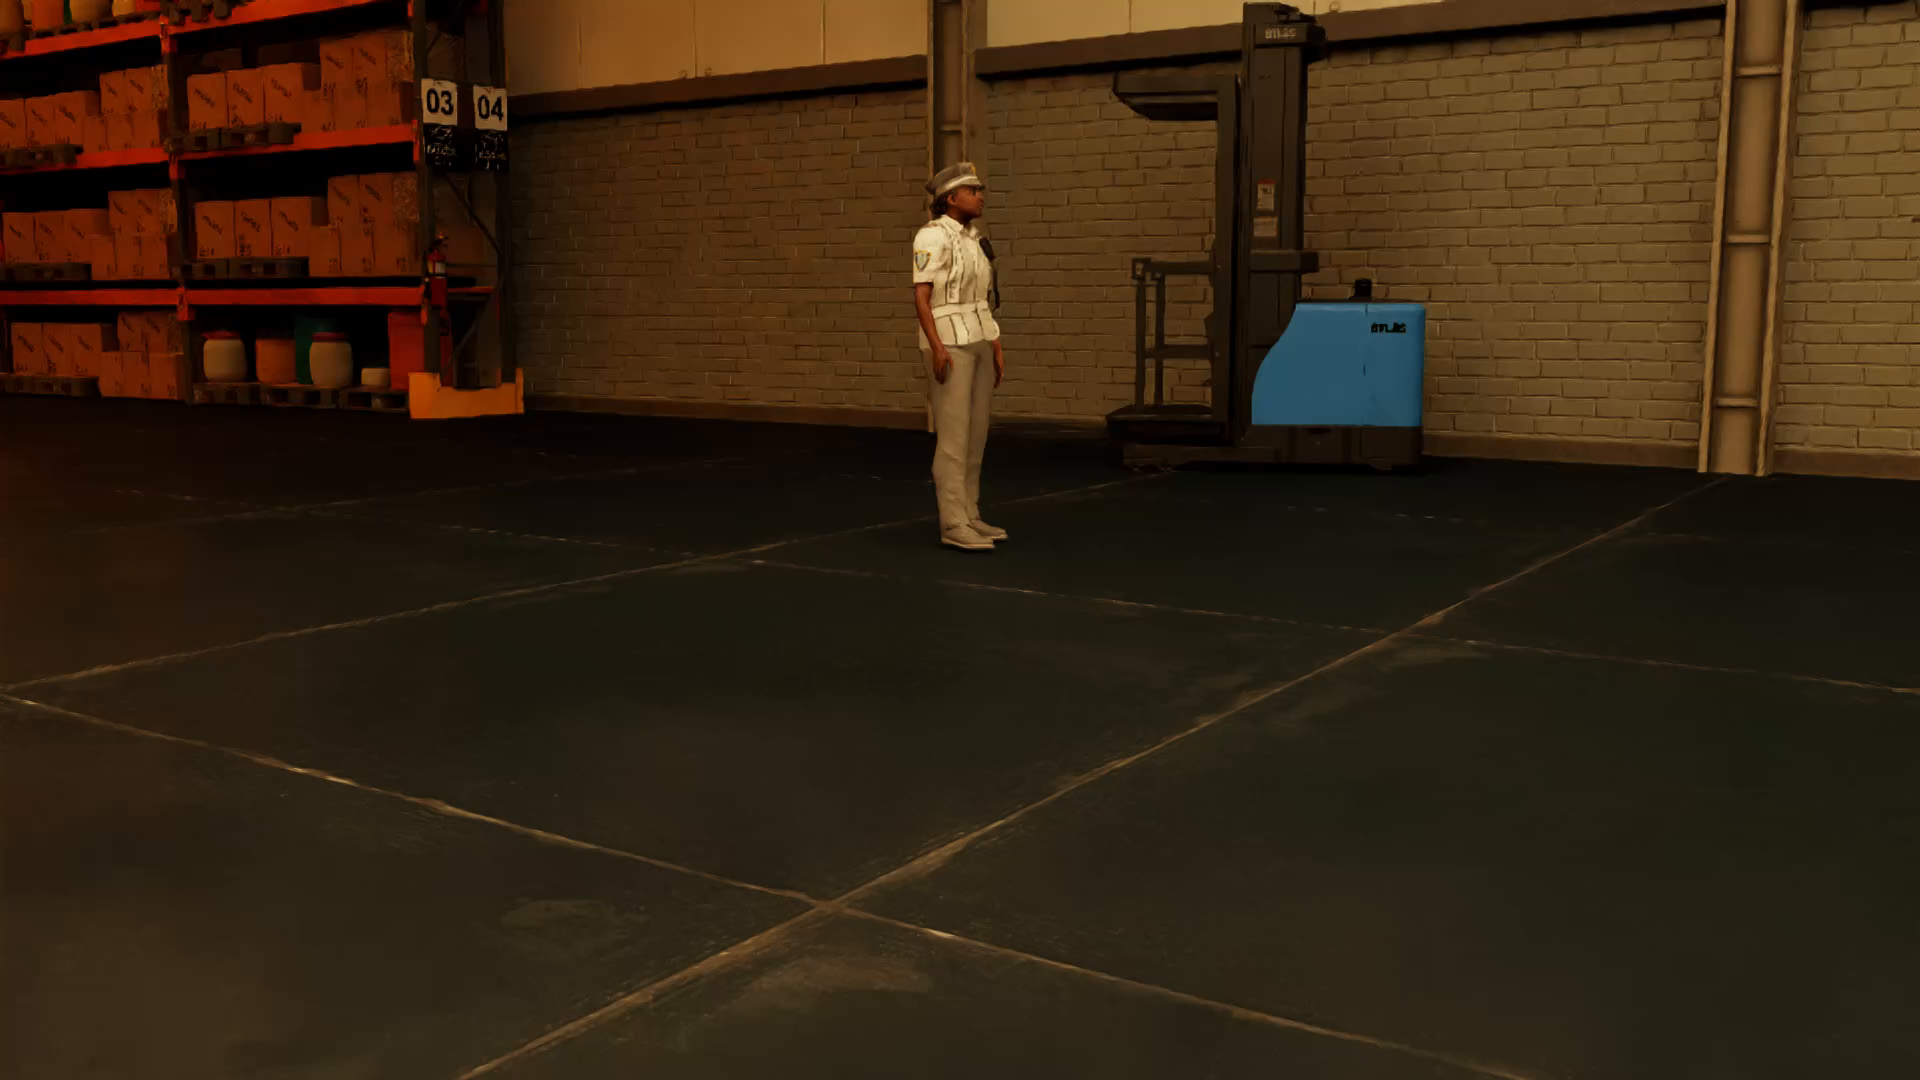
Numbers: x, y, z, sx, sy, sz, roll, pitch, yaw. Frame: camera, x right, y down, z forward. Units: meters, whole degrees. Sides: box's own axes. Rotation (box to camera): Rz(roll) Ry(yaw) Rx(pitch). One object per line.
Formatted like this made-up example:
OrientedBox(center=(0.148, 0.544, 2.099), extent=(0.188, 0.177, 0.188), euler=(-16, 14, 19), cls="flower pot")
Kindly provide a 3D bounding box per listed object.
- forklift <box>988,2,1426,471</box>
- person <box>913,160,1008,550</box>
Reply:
OrientedBox(center=(1.540, -1.970, 11.044), extent=(3.031, 2.935, 1.130), euler=(2, 8, 14), cls="forklift")
OrientedBox(center=(0.051, -0.838, 7.426), extent=(0.529, 1.695, 0.570), euler=(5, 10, 34), cls="person")
